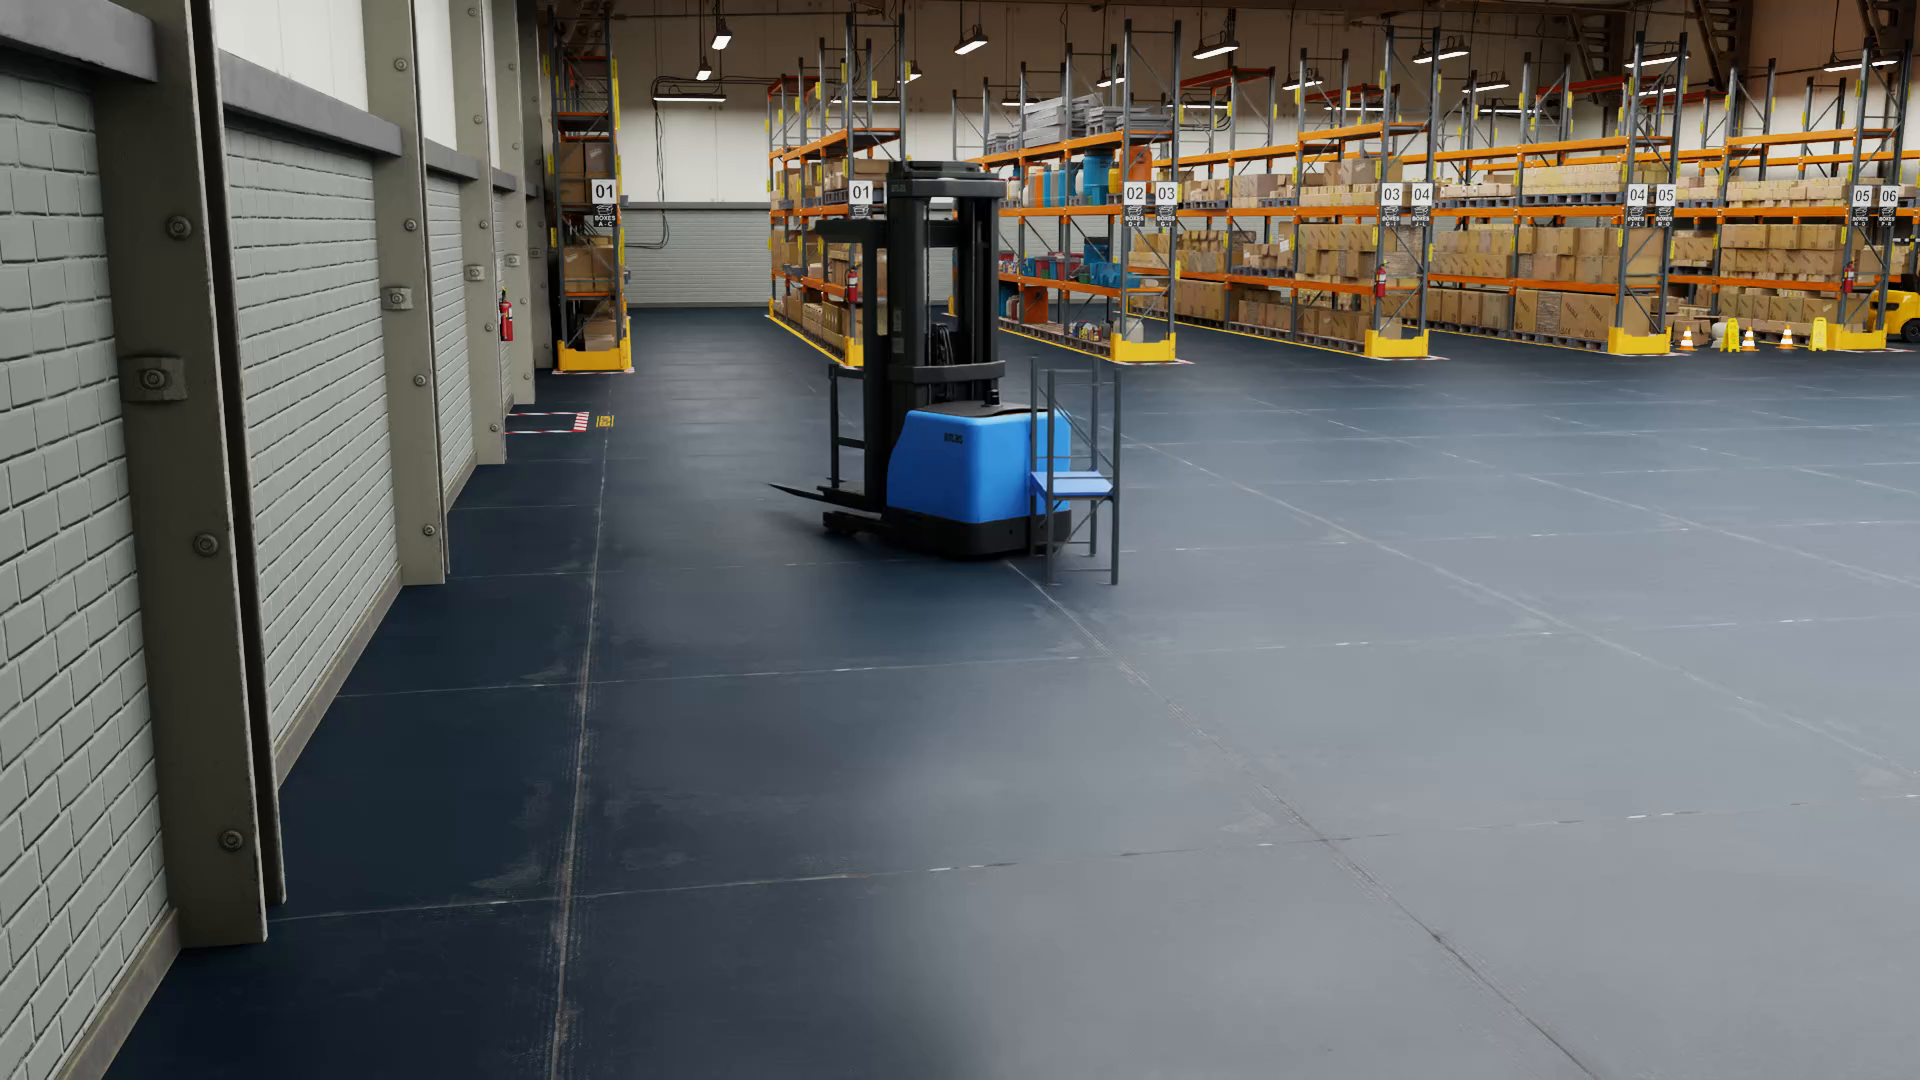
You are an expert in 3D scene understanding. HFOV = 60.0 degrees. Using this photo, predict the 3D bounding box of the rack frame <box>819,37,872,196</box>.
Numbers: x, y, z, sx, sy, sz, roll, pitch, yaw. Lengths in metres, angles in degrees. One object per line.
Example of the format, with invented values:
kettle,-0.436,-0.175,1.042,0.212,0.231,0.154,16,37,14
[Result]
rack frame,-2.224,-8.265,32.555,1.000,3.000,0.127,-2,11,-11

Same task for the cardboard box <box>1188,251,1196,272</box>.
cardboard box,5.977,-6.917,41.247,0.500,0.500,0.500,-2,11,-12

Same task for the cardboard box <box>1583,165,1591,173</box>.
cardboard box,12.562,-7.339,32.858,0.380,0.149,0.250,-2,11,-11

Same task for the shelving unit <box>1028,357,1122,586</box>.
shelving unit,0.811,-0.517,11.900,0.538,1.500,1.048,-1,11,-4

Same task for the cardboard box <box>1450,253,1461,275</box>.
cardboard box,11.622,-6.345,38.240,0.500,0.500,0.500,-2,11,-11

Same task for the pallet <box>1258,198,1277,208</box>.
pallet,7.273,-7.366,36.356,1.213,0.211,1.003,-2,11,-11

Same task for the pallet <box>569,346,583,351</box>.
pallet,-6.677,-3.421,30.608,1.003,0.211,1.213,-2,11,-11

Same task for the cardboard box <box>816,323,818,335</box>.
cardboard box,-2.686,-4.332,34.165,0.500,0.250,0.500,-2,11,-12

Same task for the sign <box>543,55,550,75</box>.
sign,-6.853,-7.871,27.562,0.100,0.325,0.005,-2,11,-11

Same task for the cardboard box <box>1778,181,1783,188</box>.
cardboard box,17.339,-7.428,34.718,0.380,0.149,0.250,-2,11,-10

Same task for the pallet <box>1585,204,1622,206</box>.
pallet,16.259,-8.269,41.100,1.213,0.211,1.003,-2,11,-8

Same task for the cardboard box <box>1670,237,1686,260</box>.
cardboard box,16.707,-6.702,38.199,0.500,0.500,0.500,-2,11,-9

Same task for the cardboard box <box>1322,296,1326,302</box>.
cardboard box,10.208,-6.649,45.811,0.380,0.149,0.250,-2,11,-8

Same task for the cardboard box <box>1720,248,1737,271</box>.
cardboard box,17.026,-6.143,36.384,0.500,0.500,0.500,-2,11,-11

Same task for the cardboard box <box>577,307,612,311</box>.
cardboard box,-7.683,-4.630,35.010,0.700,0.500,0.500,-2,11,-11

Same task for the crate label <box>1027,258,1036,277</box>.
crate label,1.785,-6.057,36.900,0.502,0.435,0.616,-2,11,-11

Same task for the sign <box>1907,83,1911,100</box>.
sign,18.524,-8.769,32.492,0.100,0.325,0.005,-2,11,-11

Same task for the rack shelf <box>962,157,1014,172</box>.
rack shelf,0.690,-9.729,43.238,1.077,0.370,4.000,-2,11,-11

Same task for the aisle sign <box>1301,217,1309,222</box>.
aisle sign,9.736,-9.320,47.188,0.394,0.787,0.004,-2,11,-11

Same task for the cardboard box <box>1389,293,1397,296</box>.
cardboard box,11.018,-6.222,41.420,0.500,0.250,0.500,-2,11,-10

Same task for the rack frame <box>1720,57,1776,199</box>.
rack frame,17.214,-8.985,36.337,1.000,3.000,0.127,-2,11,-11

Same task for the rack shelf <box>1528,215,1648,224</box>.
rack shelf,16.047,-8.259,42.466,1.077,0.370,4.000,-2,11,-11

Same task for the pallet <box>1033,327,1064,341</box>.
pallet,2.204,-4.495,36.246,1.003,0.211,1.213,-2,11,-11

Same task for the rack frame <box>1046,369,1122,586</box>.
rack frame,0.846,-0.422,11.402,0.500,1.500,0.032,-1,11,-4

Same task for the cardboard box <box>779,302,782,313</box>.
cardboard box,-4.315,-5.912,42.252,0.500,0.311,0.500,-2,11,-11

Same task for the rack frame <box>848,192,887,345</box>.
rack frame,-1.446,-4.585,29.261,1.000,3.000,0.127,-2,11,-11

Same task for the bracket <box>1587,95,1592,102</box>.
bracket,19.679,-13.726,51.618,0.235,0.232,0.430,-2,11,-11

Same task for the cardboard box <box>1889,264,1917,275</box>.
cardboard box,21.728,-6.229,38.300,0.500,0.250,0.500,-2,11,-10

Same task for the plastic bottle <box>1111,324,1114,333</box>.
plastic bottle,3.048,-4.169,33.165,0.061,0.283,0.133,-2,11,-11

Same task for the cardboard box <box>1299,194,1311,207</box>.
cardboard box,7.330,-6.986,34.256,0.500,0.250,0.500,-3,11,-13

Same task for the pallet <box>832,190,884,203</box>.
pallet,-1.799,-6.369,30.853,1.003,0.211,1.213,-2,11,-11

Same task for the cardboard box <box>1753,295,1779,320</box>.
cardboard box,17.279,-4.951,35.412,0.500,0.500,0.500,-2,11,-8

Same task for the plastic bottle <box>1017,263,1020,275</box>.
plastic bottle,1.360,-6.233,38.232,0.061,0.283,0.133,-2,11,-11

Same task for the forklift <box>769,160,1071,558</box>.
forklift,-0.461,-1.530,13.394,1.130,2.935,3.031,-9,14,-38

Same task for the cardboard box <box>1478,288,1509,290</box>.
cardboard box,15.293,-6.902,47.164,0.875,0.438,0.875,-2,11,-9

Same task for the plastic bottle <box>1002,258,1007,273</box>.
plastic bottle,1.086,-6.564,39.795,0.144,0.351,0.185,-2,11,-11

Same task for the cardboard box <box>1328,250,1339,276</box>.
cardboard box,7.836,-5.514,33.081,0.875,0.500,0.500,-2,11,-11

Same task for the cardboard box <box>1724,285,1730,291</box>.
cardboard box,20.605,-6.716,44.289,0.380,0.149,0.250,-2,11,-11

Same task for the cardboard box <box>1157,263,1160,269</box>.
cardboard box,5.407,-7.207,43.711,0.380,0.149,0.250,-2,11,-10

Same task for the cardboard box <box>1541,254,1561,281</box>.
cardboard box,12.581,-5.643,34.419,0.875,0.550,0.550,-2,11,-11

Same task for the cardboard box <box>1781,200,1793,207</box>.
cardboard box,17.306,-6.990,34.549,0.380,0.149,0.250,-2,11,-12

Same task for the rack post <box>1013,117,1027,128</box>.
rack post,1.609,-9.571,38.036,0.624,0.289,0.986,-2,11,-11

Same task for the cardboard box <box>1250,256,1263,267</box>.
cardboard box,6.816,-6.228,37.175,0.500,0.250,0.500,-2,11,-13

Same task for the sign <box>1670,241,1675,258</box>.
sign,13.702,-5.589,32.012,0.100,0.325,0.005,-2,11,-11

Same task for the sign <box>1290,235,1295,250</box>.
sign,6.950,-6.226,34.787,0.100,0.325,0.005,-2,11,-11

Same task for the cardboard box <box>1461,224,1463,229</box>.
cardboard box,14.678,-9.023,47.903,0.380,0.149,0.250,-2,11,-10

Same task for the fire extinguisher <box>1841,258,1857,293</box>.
fire extinguisher,17.562,-5.229,32.853,0.296,0.674,0.183,-2,11,-11

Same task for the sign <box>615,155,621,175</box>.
sign,-5.773,-6.326,28.053,0.100,0.325,0.005,-2,11,-11

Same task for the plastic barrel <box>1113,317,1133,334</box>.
plastic barrel,3.113,-3.958,31.500,0.421,0.512,0.421,0,11,0

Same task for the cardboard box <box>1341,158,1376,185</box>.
cardboard box,7.722,-7.134,32.231,0.500,0.500,0.500,-2,11,-11

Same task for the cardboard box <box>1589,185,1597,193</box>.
cardboard box,12.612,-6.900,32.685,0.380,0.149,0.250,-2,11,-10

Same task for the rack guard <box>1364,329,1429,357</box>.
rack guard,8.257,-3.730,31.457,1.175,0.500,0.348,-2,11,-11
